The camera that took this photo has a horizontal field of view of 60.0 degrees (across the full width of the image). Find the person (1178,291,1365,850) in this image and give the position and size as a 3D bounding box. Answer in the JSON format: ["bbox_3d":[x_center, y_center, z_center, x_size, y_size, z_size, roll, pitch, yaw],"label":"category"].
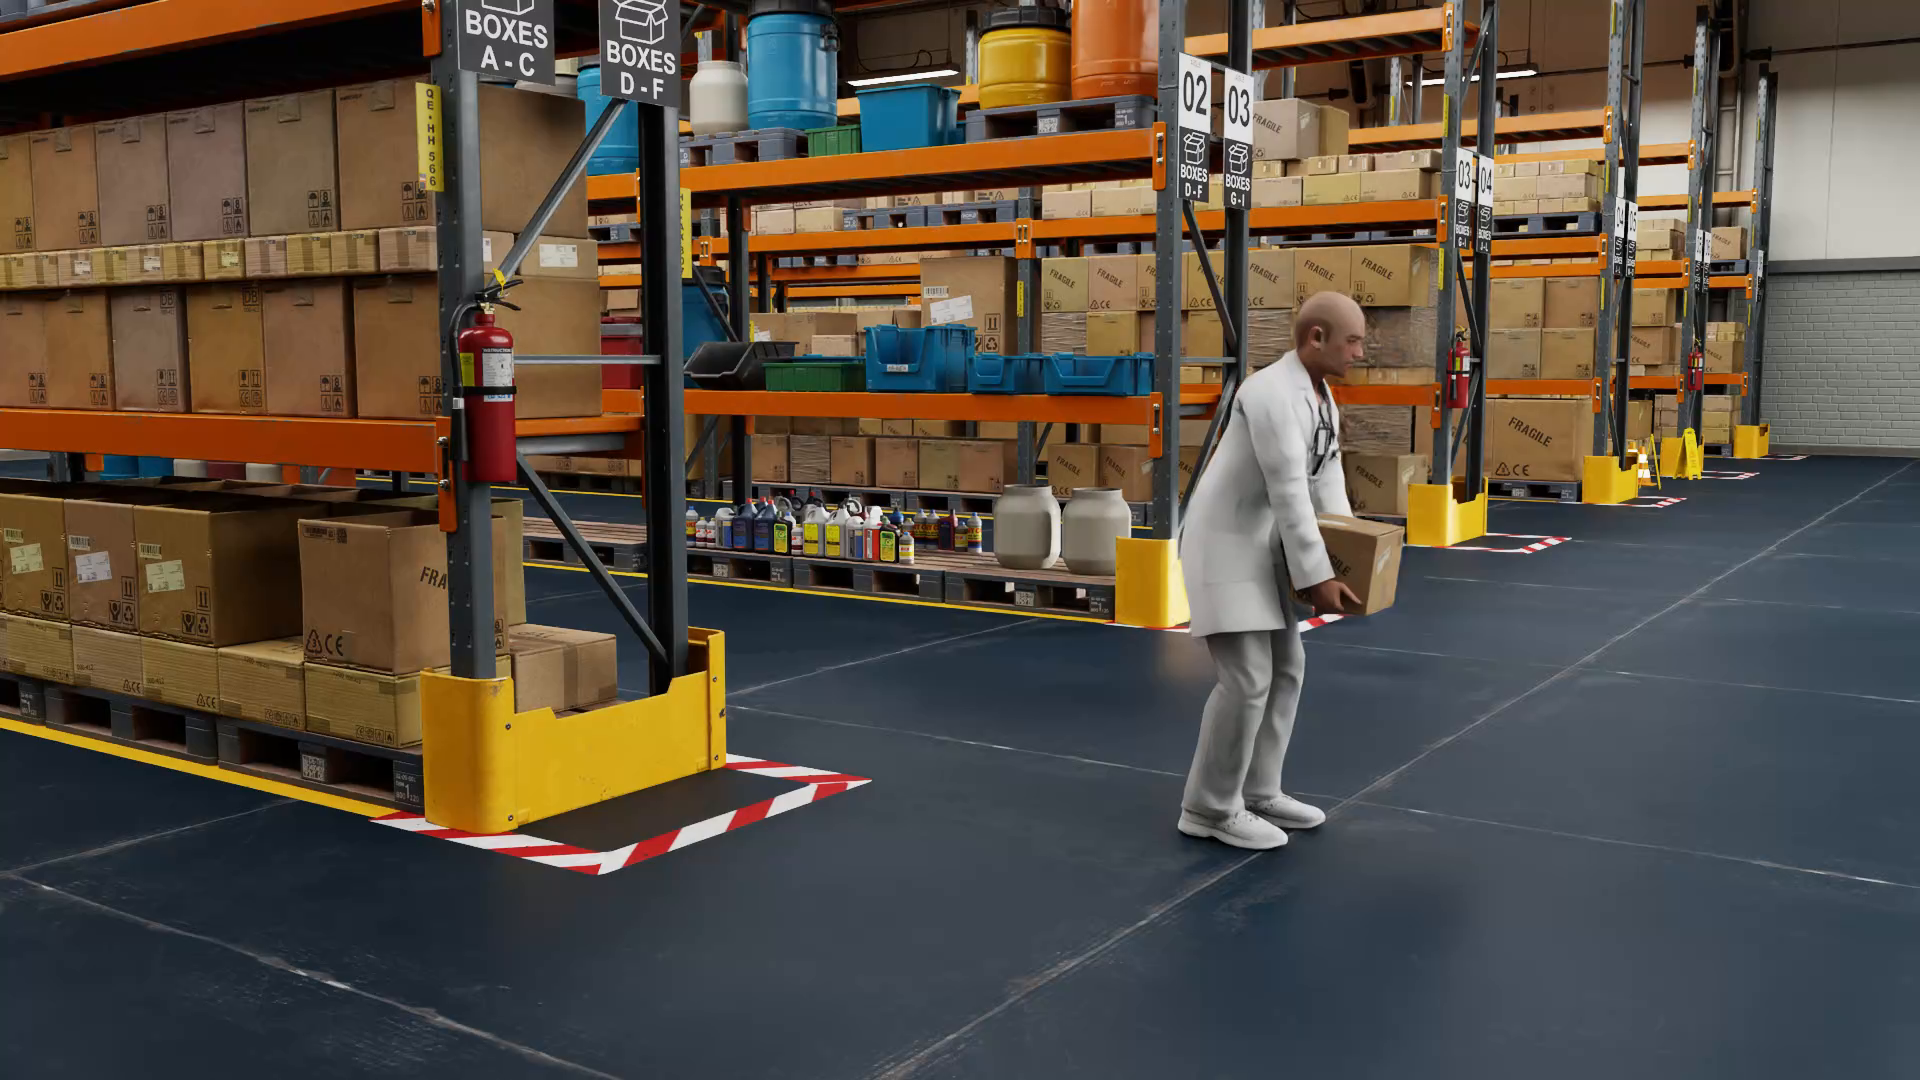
[{"bbox_3d":[1.005,0.092,5.213,0.618,1.720,0.541,4,7,32],"label":"person"}]
